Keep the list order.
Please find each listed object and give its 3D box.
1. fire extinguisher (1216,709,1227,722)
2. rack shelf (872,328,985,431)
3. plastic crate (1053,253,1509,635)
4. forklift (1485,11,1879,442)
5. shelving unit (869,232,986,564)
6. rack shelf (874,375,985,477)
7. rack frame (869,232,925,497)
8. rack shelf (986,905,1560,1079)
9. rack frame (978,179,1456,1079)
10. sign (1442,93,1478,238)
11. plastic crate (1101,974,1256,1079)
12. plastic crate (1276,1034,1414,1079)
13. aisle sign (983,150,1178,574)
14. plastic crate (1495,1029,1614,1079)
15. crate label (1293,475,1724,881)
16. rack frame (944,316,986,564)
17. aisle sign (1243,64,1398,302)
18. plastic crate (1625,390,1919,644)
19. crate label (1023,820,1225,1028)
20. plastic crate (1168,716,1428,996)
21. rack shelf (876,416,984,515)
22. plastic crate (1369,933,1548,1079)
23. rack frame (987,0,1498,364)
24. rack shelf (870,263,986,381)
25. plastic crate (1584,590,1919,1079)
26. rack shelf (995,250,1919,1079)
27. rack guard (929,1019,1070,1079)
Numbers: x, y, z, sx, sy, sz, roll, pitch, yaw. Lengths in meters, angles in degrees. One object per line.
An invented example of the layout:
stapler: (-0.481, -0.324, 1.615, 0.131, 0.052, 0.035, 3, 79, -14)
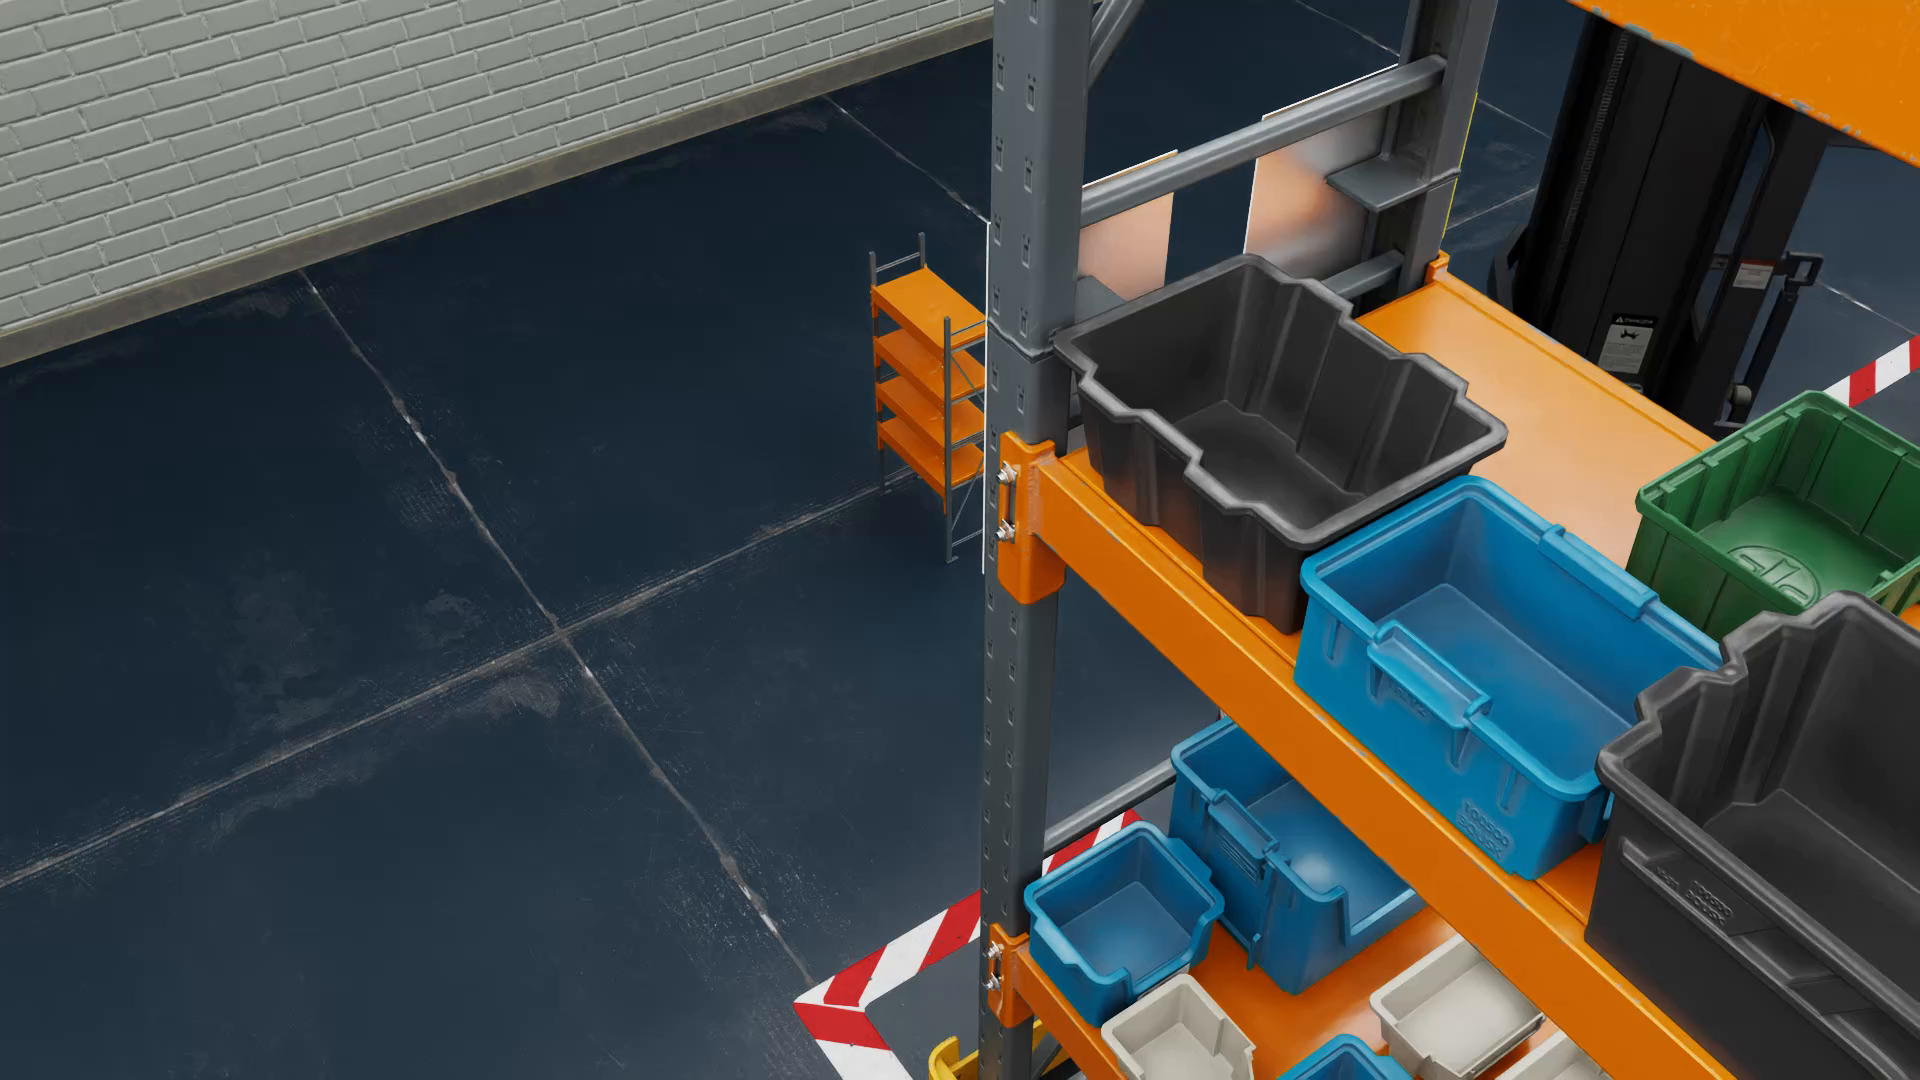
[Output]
fire extinguisher: (0.777, 0.464, 4.418, 0.296, 0.674, 0.183, -26, 49, -24)
rack shelf: (-0.095, -0.641, 6.326, 0.258, 0.148, 0.480, -26, 49, -24)
plastic crate: (0.482, -0.144, 2.651, 0.497, 0.269, 0.590, -26, 49, -24)
forklift: (2.623, -0.775, 5.439, 3.031, 2.935, 1.130, 7, 44, 7)
shelving unit: (-0.095, -0.528, 6.434, 0.258, 1.200, 0.503, -26, 49, -24)
rack shelf: (-0.095, -0.479, 6.480, 0.258, 0.148, 0.480, -26, 49, -24)
rack frame: (-0.234, -0.666, 6.579, 0.240, 1.200, 0.015, -26, 49, -24)
rack shelf: (1.635, 1.959, 3.047, 1.077, 0.370, 4.000, -26, 49, -24)
rack frame: (0.491, 0.566, 3.985, 1.000, 3.000, 0.127, -26, 49, -24)
sign: (0.933, -0.708, 3.223, 0.100, 0.325, 0.005, -26, 49, -24)
plastic crate: (0.478, 1.124, 3.548, 0.250, 0.136, 0.298, -26, 49, -24)
plastic crate: (0.739, 1.247, 3.349, 0.416, 0.233, 0.300, -26, 49, -24)
aisle sign: (0.206, -0.298, 3.007, 0.394, 0.787, 0.004, -26, 49, -24)
plastic crate: (1.260, 1.200, 3.469, 0.396, 0.136, 0.243, -26, 49, -24)
crate label: (0.754, 0.185, 2.320, 0.408, 0.251, 0.502, -26, 49, -24)
rack frame: (0.045, -0.390, 6.289, 0.240, 1.200, 0.015, -26, 49, -24)
aisle sign: (0.690, -0.531, 3.251, 0.394, 0.787, 0.004, -26, 49, -24)
plastic crate: (1.289, 0.003, 2.555, 0.450, 0.188, 0.336, -26, 49, -24)
crate label: (0.362, 0.875, 3.739, 0.416, 0.233, 0.303, -26, 49, -24)
plastic crate: (0.836, 0.647, 3.831, 0.616, 0.435, 0.499, -26, 49, -24)
rack shelf: (-0.095, -0.335, 6.617, 0.258, 0.148, 0.480, -26, 49, -24)
plastic crate: (1.106, 1.030, 3.647, 0.396, 0.136, 0.243, -26, 49, -24)
rack frame: (0.491, -1.604, 1.914, 1.000, 3.000, 0.127, -26, 49, -24)
rack shelf: (-0.095, -0.812, 6.163, 0.258, 0.148, 0.480, -26, 49, -24)
plastic crate: (1.139, 0.477, 1.951, 0.504, 0.338, 0.767, -26, 49, -24)
rack shelf: (1.635, 0.874, 2.011, 1.077, 0.370, 4.000, -26, 49, -24)
rack guard: (0.466, 1.461, 4.857, 1.175, 0.500, 0.348, -26, 49, -24)
